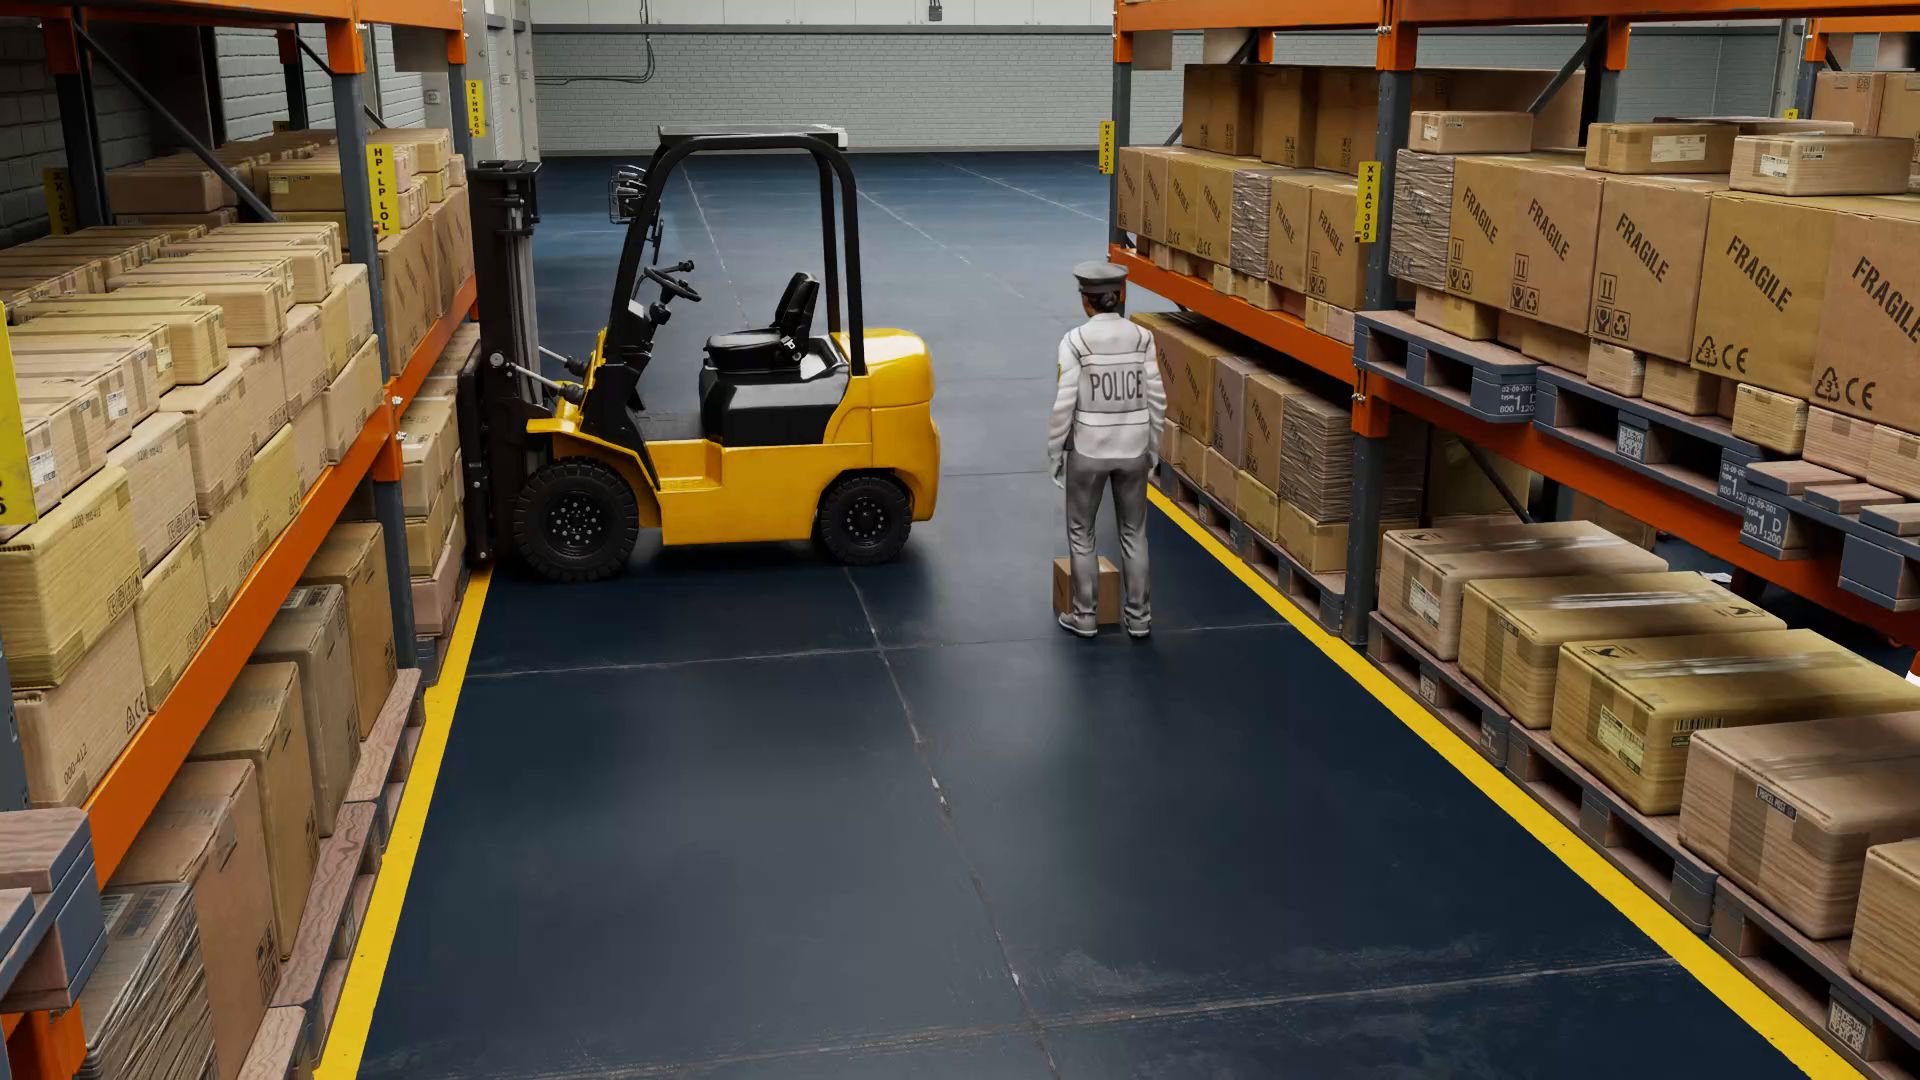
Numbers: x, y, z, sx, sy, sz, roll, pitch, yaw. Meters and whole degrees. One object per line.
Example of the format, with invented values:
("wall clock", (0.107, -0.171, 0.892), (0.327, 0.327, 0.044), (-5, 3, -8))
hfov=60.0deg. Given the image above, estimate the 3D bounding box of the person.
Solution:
("person", (0.632, -0.373, 7.310), (0.531, 1.653, 0.414), (-4, 17, -13))
